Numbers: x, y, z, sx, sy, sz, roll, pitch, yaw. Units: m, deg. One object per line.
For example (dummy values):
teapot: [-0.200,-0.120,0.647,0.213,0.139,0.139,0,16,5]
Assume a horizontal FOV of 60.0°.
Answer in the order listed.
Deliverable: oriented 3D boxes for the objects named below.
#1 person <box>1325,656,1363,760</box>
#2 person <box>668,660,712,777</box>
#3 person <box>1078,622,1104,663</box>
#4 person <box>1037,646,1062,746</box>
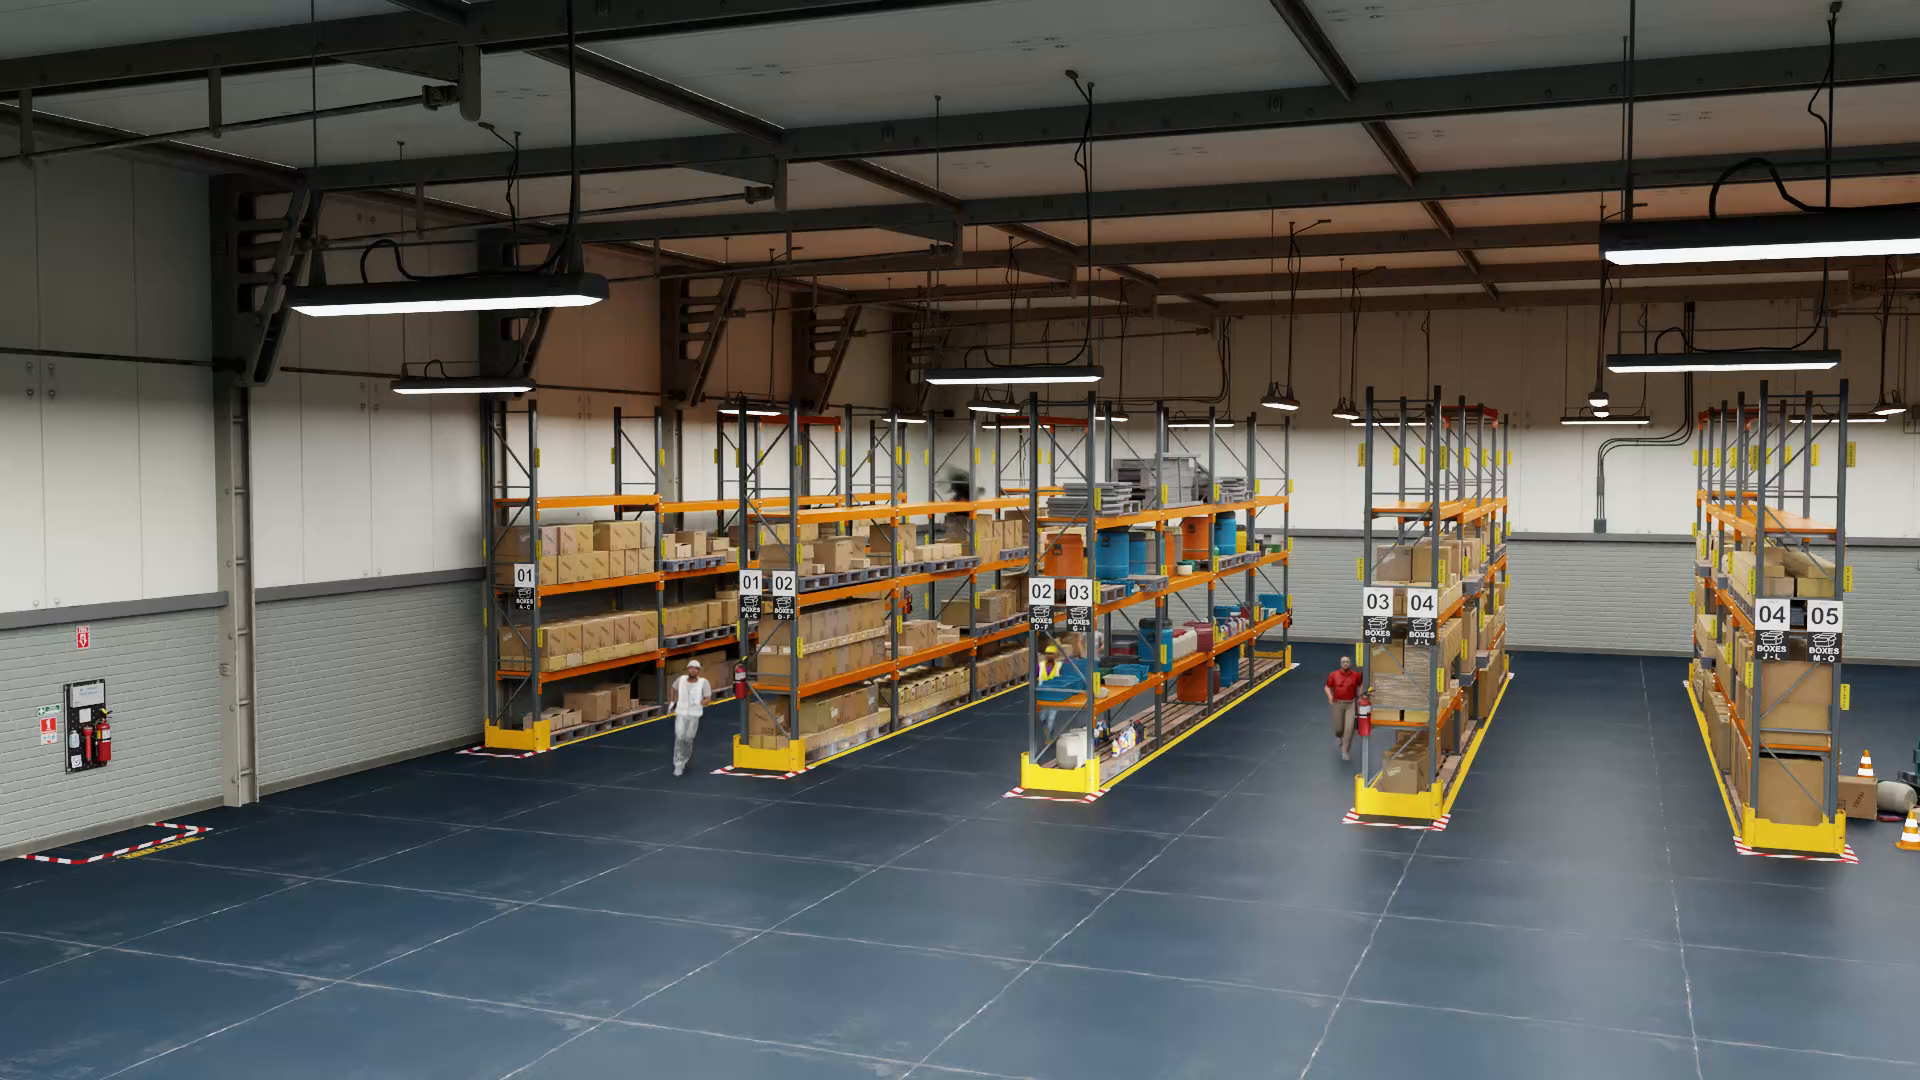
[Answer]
person: [6.457,2.795,27.895,0.662,1.707,0.775,1,3,11]
person: [-4.297,2.802,26.441,0.696,1.780,0.841,0,3,-8]
person: [2.776,2.464,35.002,0.580,1.623,0.597,0,3,4]
person: [1.575,2.710,29.032,0.718,1.724,0.618,1,3,12]
